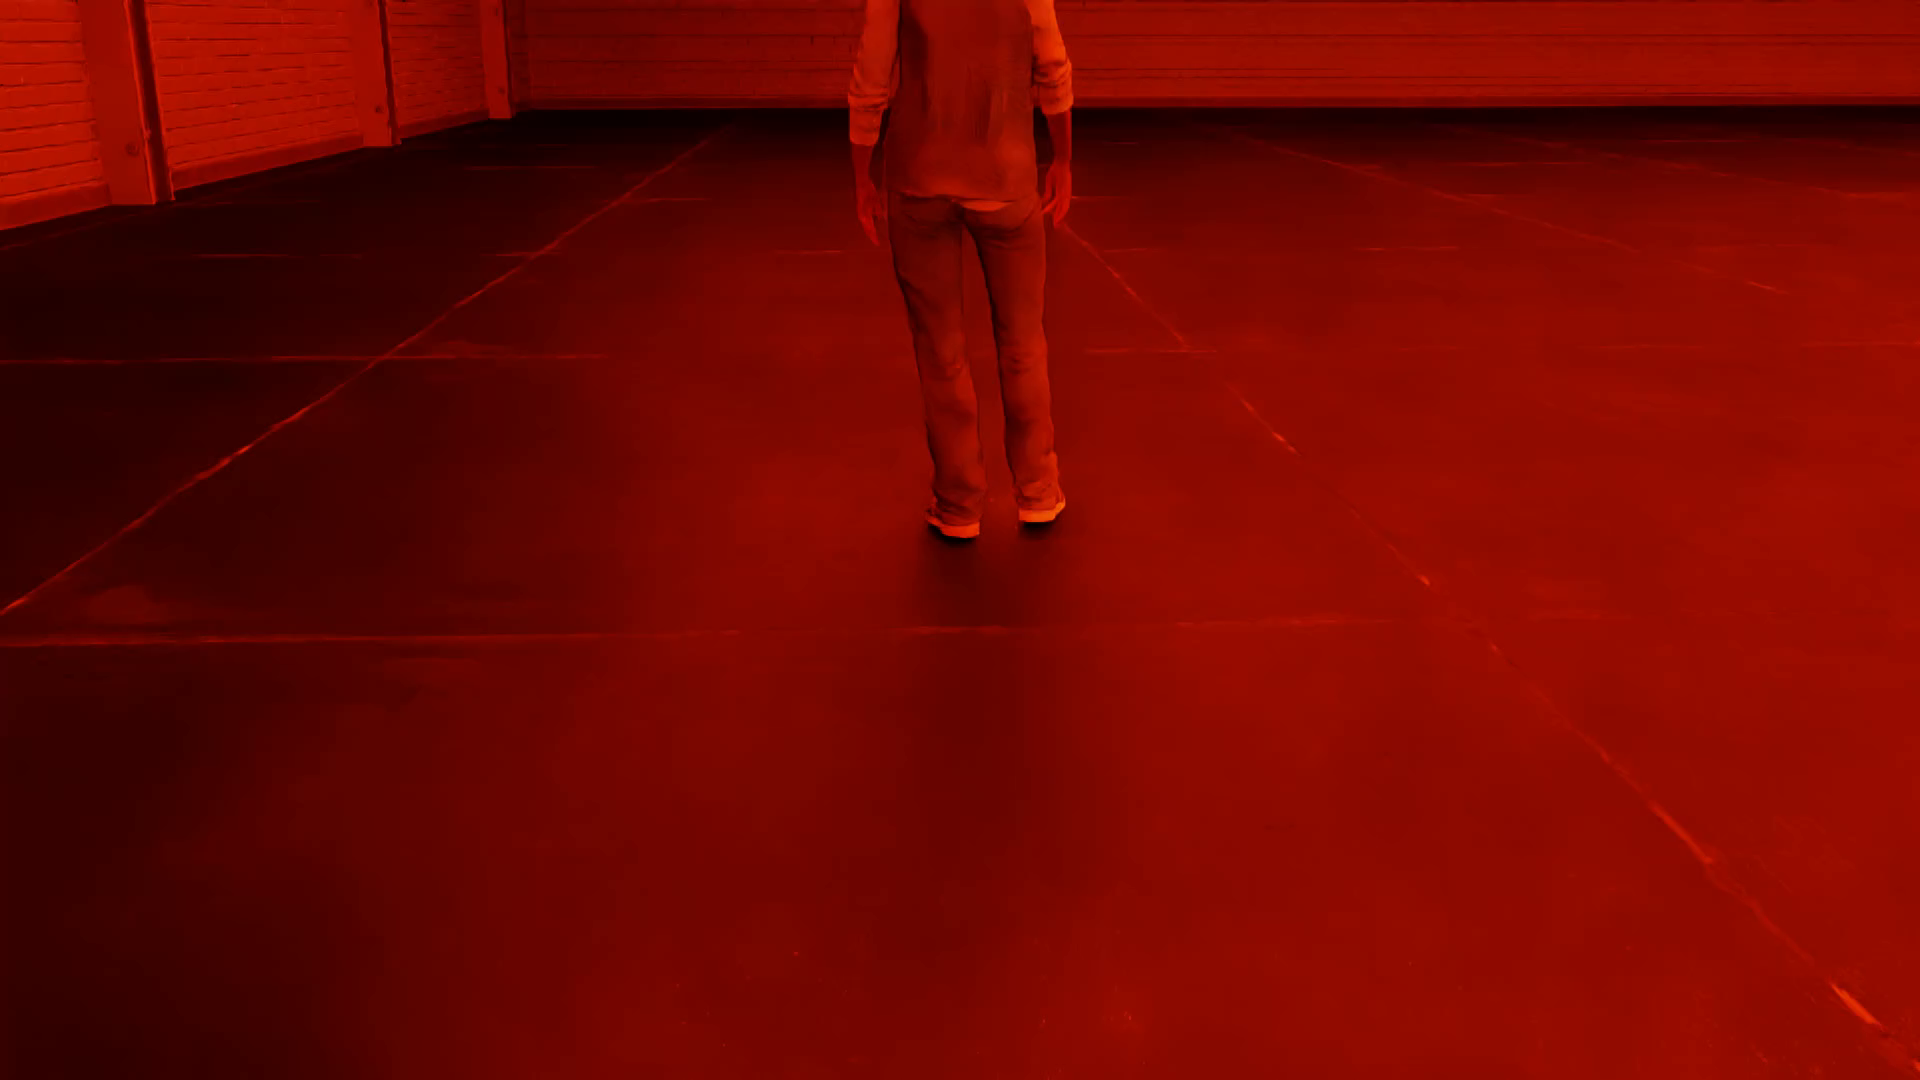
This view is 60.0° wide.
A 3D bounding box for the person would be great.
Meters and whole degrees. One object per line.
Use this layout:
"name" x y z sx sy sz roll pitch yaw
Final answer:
"person" 0.010 -0.792 3.754 0.521 1.597 0.474 -1 17 -3
